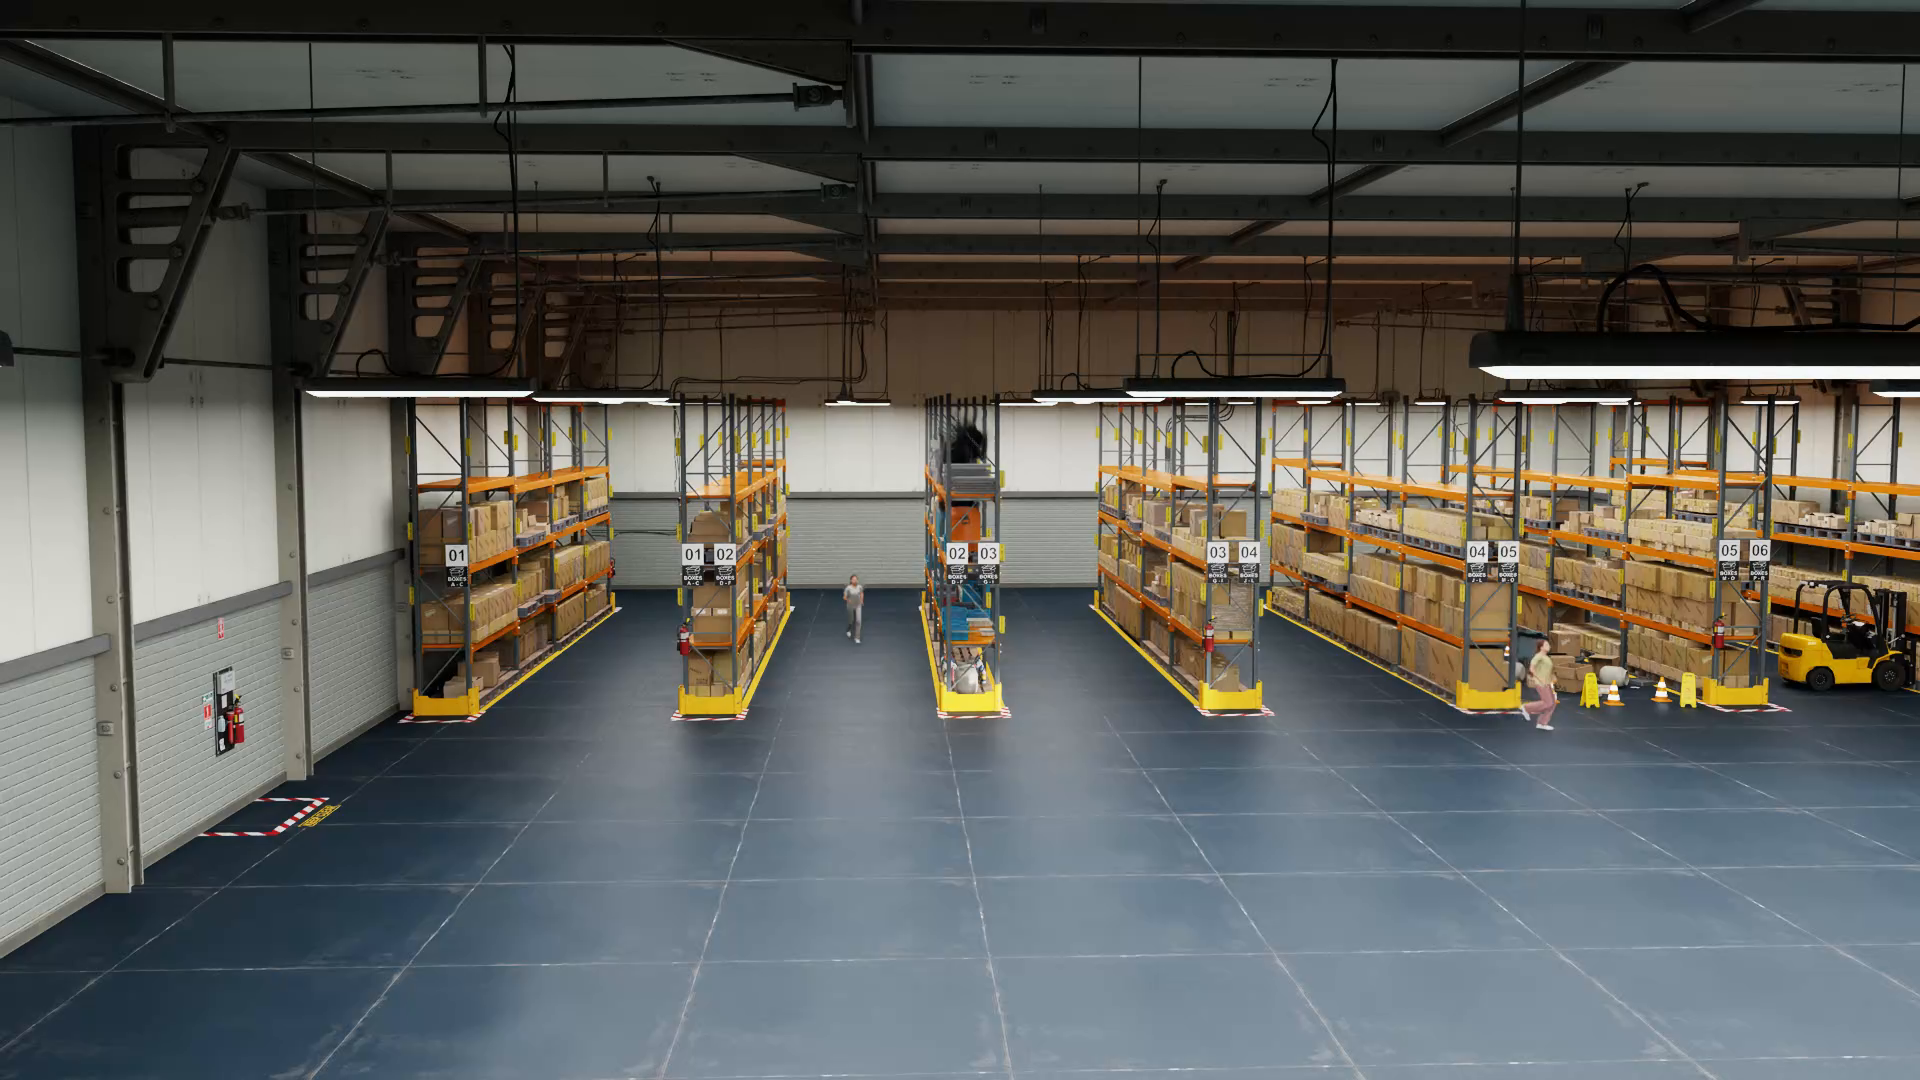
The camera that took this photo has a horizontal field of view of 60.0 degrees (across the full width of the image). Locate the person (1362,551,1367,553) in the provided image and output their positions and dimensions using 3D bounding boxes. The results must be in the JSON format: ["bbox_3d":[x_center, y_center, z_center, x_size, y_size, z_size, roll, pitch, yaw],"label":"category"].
[{"bbox_3d":[11.199,1.205,45.892,0.663,1.773,0.967,-1,5,-13],"label":"person"}]

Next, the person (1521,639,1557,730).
[{"bbox_3d":[10.372,2.570,29.751,0.580,1.629,0.582,3,6,37],"label":"person"}]

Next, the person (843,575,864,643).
[{"bbox_3d":[-2.612,1.667,40.830,0.550,1.656,0.926,-1,5,-17],"label":"person"}]
